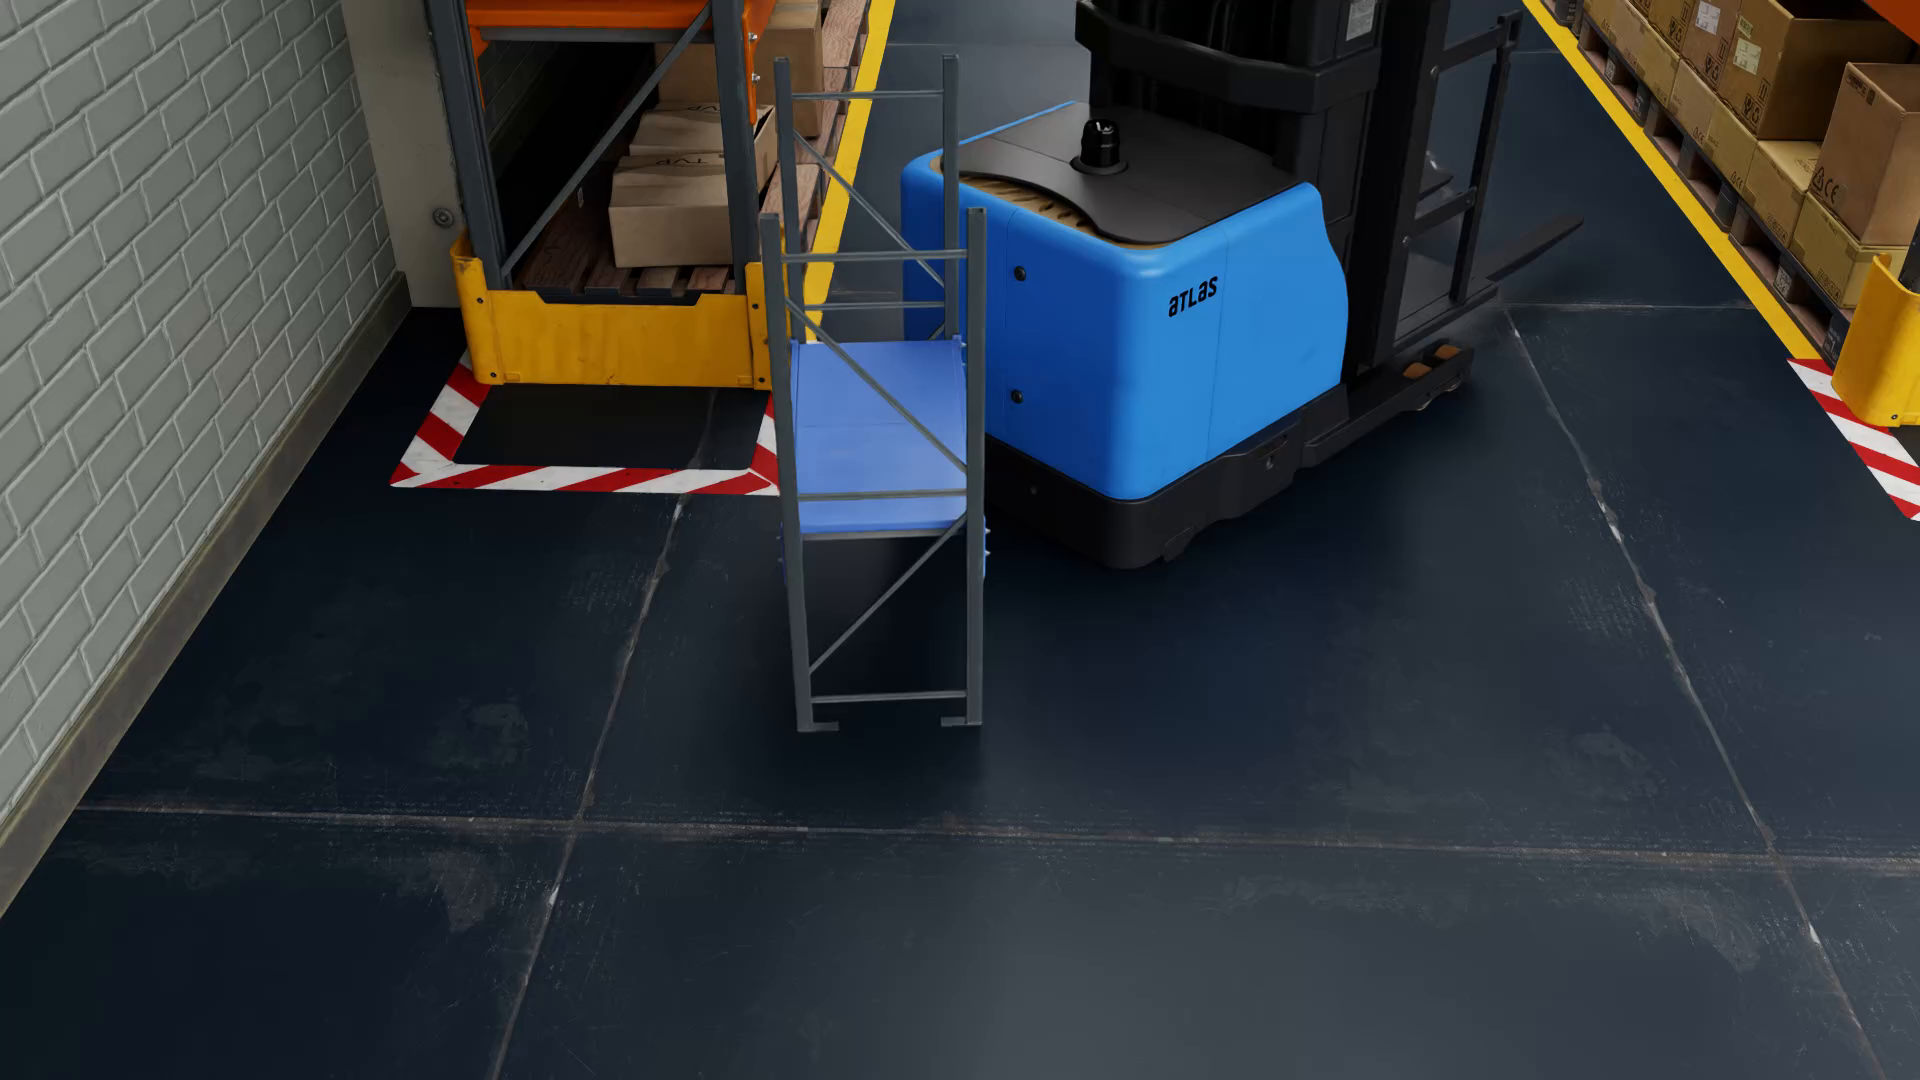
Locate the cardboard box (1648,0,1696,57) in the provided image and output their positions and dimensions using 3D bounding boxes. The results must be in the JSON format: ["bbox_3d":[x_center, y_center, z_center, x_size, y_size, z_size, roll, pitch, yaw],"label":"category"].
[{"bbox_3d":[3.539,-2.544,7.634,0.500,0.500,0.500,1,35,2],"label":"cardboard box"}]

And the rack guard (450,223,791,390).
[{"bbox_3d":[-1.197,-0.859,6.037,1.175,0.500,0.348,1,35,2],"label":"rack guard"}]

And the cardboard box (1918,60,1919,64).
[{"bbox_3d":[4.012,-1.669,6.391,0.500,0.500,0.500,1,35,2],"label":"cardboard box"}]

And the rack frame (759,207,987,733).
[{"bbox_3d":[-0.191,-0.108,4.099,0.500,1.500,0.032,-2,35,-3],"label":"rack frame"}]

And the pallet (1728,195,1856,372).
[{"bbox_3d":[3.739,-1.025,6.525,1.003,0.211,1.213,1,35,2],"label":"pallet"}]

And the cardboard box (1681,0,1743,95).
[{"bbox_3d":[3.521,-2.256,7.226,0.500,0.500,0.500,1,35,2],"label":"cardboard box"}]

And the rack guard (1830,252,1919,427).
[{"bbox_3d":[3.749,-0.689,5.796,1.175,0.500,0.348,1,35,2],"label":"rack guard"}]

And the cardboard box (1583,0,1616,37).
[{"bbox_3d":[3.589,-2.811,8.667,0.500,0.250,0.500,1,35,2],"label":"cardboard box"}]

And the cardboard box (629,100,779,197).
[{"bbox_3d":[-1.059,-1.641,6.932,0.500,0.311,0.500,4,35,6],"label":"cardboard box"}]

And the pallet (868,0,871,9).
[{"bbox_3d":[-1.009,-3.442,9.964,1.003,0.211,1.213,1,35,2],"label":"pallet"}]

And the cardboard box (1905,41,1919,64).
[{"bbox_3d":[4.019,-1.957,6.800,0.500,0.500,0.500,1,35,2],"label":"cardboard box"}]

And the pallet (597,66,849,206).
[{"bbox_3d":[-1.077,-1.906,7.778,1.003,0.211,1.213,1,35,2],"label":"pallet"}]

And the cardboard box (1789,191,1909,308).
[{"bbox_3d":[3.476,-1.087,6.214,0.500,0.250,0.500,1,35,2],"label":"cardboard box"}]

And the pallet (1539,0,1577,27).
[{"bbox_3d":[3.901,-3.307,9.772,1.003,0.211,1.213,1,35,2],"label":"pallet"}]

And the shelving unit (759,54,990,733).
[{"bbox_3d":[-0.223,-0.400,4.514,0.538,1.500,1.048,-2,35,-3],"label":"shelving unit"}]

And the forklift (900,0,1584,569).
[{"bbox_3d":[1.209,-1.850,5.333,3.031,2.935,1.130,-29,45,-35],"label":"forklift"}]

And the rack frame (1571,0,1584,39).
[{"bbox_3d":[3.911,-4.024,8.366,1.000,3.000,0.127,1,35,2],"label":"rack frame"}]

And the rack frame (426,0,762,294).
[{"bbox_3d":[-1.200,-1.838,5.256,1.000,3.000,0.127,1,35,2],"label":"rack frame"}]

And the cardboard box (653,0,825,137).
[{"bbox_3d":[-0.980,-2.138,7.475,0.700,0.500,0.500,-1,35,-1],"label":"cardboard box"}]

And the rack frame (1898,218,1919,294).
[{"bbox_3d":[3.750,-1.725,5.096,1.000,3.000,0.127,1,35,2],"label":"rack frame"}]

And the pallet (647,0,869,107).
[{"bbox_3d":[-1.031,-2.608,8.778,1.003,0.211,1.213,1,35,2],"label":"pallet"}]

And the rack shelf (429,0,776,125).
[{"bbox_3d":[-1.120,-2.692,7.098,1.077,0.370,4.000,1,35,2],"label":"rack shelf"}]

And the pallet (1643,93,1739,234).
[{"bbox_3d":[3.791,-1.724,7.519,1.003,0.211,1.213,1,35,2],"label":"pallet"}]

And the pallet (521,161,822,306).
[{"bbox_3d":[-1.129,-1.206,6.783,1.003,0.211,1.213,1,35,2],"label":"pallet"}]

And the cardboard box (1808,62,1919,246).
[{"bbox_3d":[3.474,-1.394,5.999,0.500,0.500,0.500,1,35,2],"label":"cardboard box"}]

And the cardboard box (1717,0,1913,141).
[{"bbox_3d":[3.500,-1.969,6.817,0.500,0.500,0.500,1,35,2],"label":"cardboard box"}]

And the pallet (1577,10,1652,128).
[{"bbox_3d":[3.837,-2.427,8.519,1.003,0.211,1.213,1,35,2],"label":"pallet"}]

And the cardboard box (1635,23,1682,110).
[{"bbox_3d":[3.539,-2.237,7.850,0.500,0.250,0.500,1,35,2],"label":"cardboard box"}]

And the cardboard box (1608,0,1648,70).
[{"bbox_3d":[3.564,-2.524,8.259,0.500,0.250,0.500,1,35,2],"label":"cardboard box"}]

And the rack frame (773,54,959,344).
[{"bbox_3d":[-0.254,-0.691,4.929,0.500,1.500,0.032,-2,35,-3],"label":"rack frame"}]

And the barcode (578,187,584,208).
[{"bbox_3d":[-1.481,-1.336,6.491,0.001,0.075,0.075,1,35,2],"label":"barcode"}]

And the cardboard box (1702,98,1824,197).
[{"bbox_3d":[3.503,-1.662,7.032,0.500,0.250,0.500,1,35,2],"label":"cardboard box"}]

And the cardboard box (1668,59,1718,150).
[{"bbox_3d":[3.524,-1.949,7.441,0.500,0.250,0.500,1,35,2],"label":"cardboard box"}]

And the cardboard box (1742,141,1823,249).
[{"bbox_3d":[3.484,-1.375,6.624,0.500,0.250,0.500,1,35,2],"label":"cardboard box"}]

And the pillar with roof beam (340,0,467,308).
[{"bbox_3d":[2.265,-4.615,3.990,9.100,9.000,0.400,1,35,2],"label":"pillar with roof beam"}]

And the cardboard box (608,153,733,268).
[{"bbox_3d":[-1.082,-1.313,6.465,0.500,0.311,0.500,-2,35,-3],"label":"cardboard box"}]

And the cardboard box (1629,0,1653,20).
[{"bbox_3d":[3.567,-2.831,8.043,0.500,0.500,0.500,1,35,2],"label":"cardboard box"}]

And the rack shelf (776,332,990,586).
[{"bbox_3d":[-0.223,-0.252,4.618,0.538,0.185,1.000,-2,35,-3],"label":"rack shelf"}]
